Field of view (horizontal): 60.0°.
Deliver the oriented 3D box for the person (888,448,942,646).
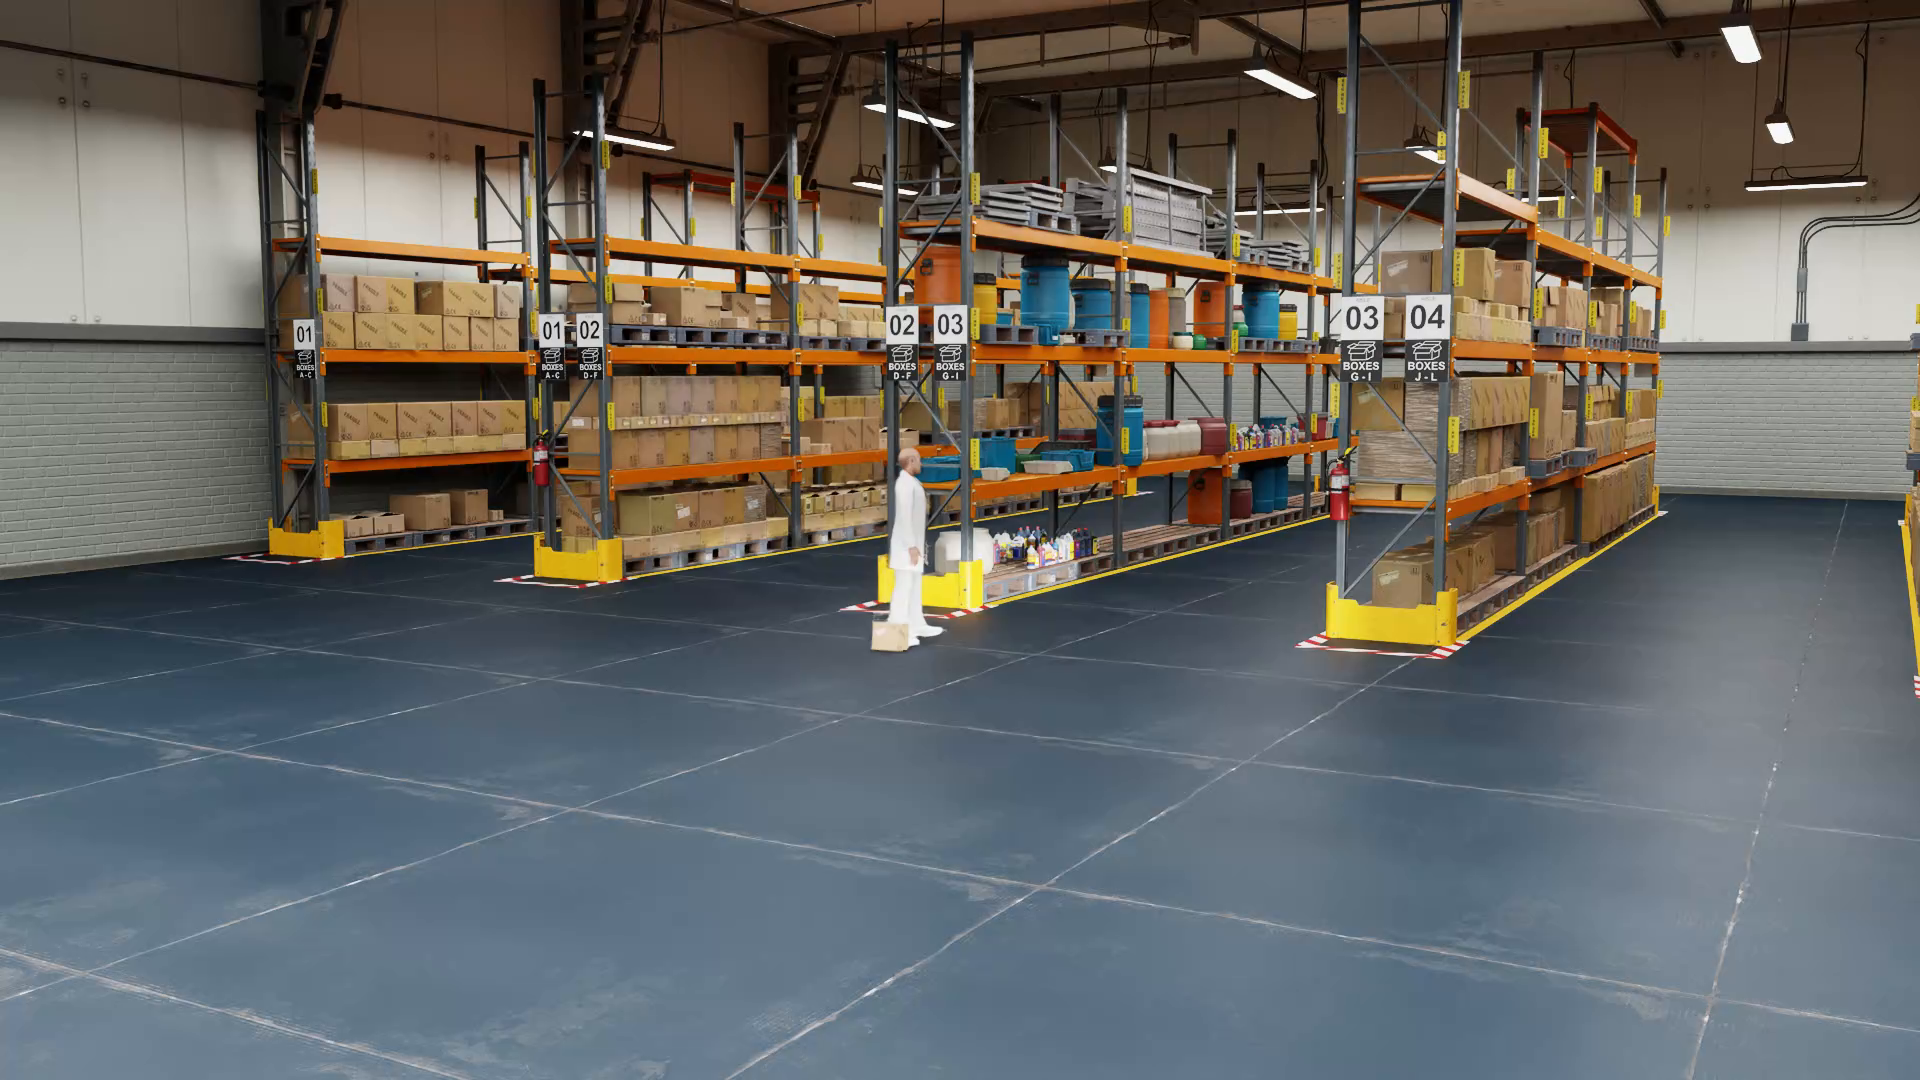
[{"bbox_3d":[-0.424,0.046,15.299,0.507,1.788,0.649,0,6,1],"label":"person"}]
